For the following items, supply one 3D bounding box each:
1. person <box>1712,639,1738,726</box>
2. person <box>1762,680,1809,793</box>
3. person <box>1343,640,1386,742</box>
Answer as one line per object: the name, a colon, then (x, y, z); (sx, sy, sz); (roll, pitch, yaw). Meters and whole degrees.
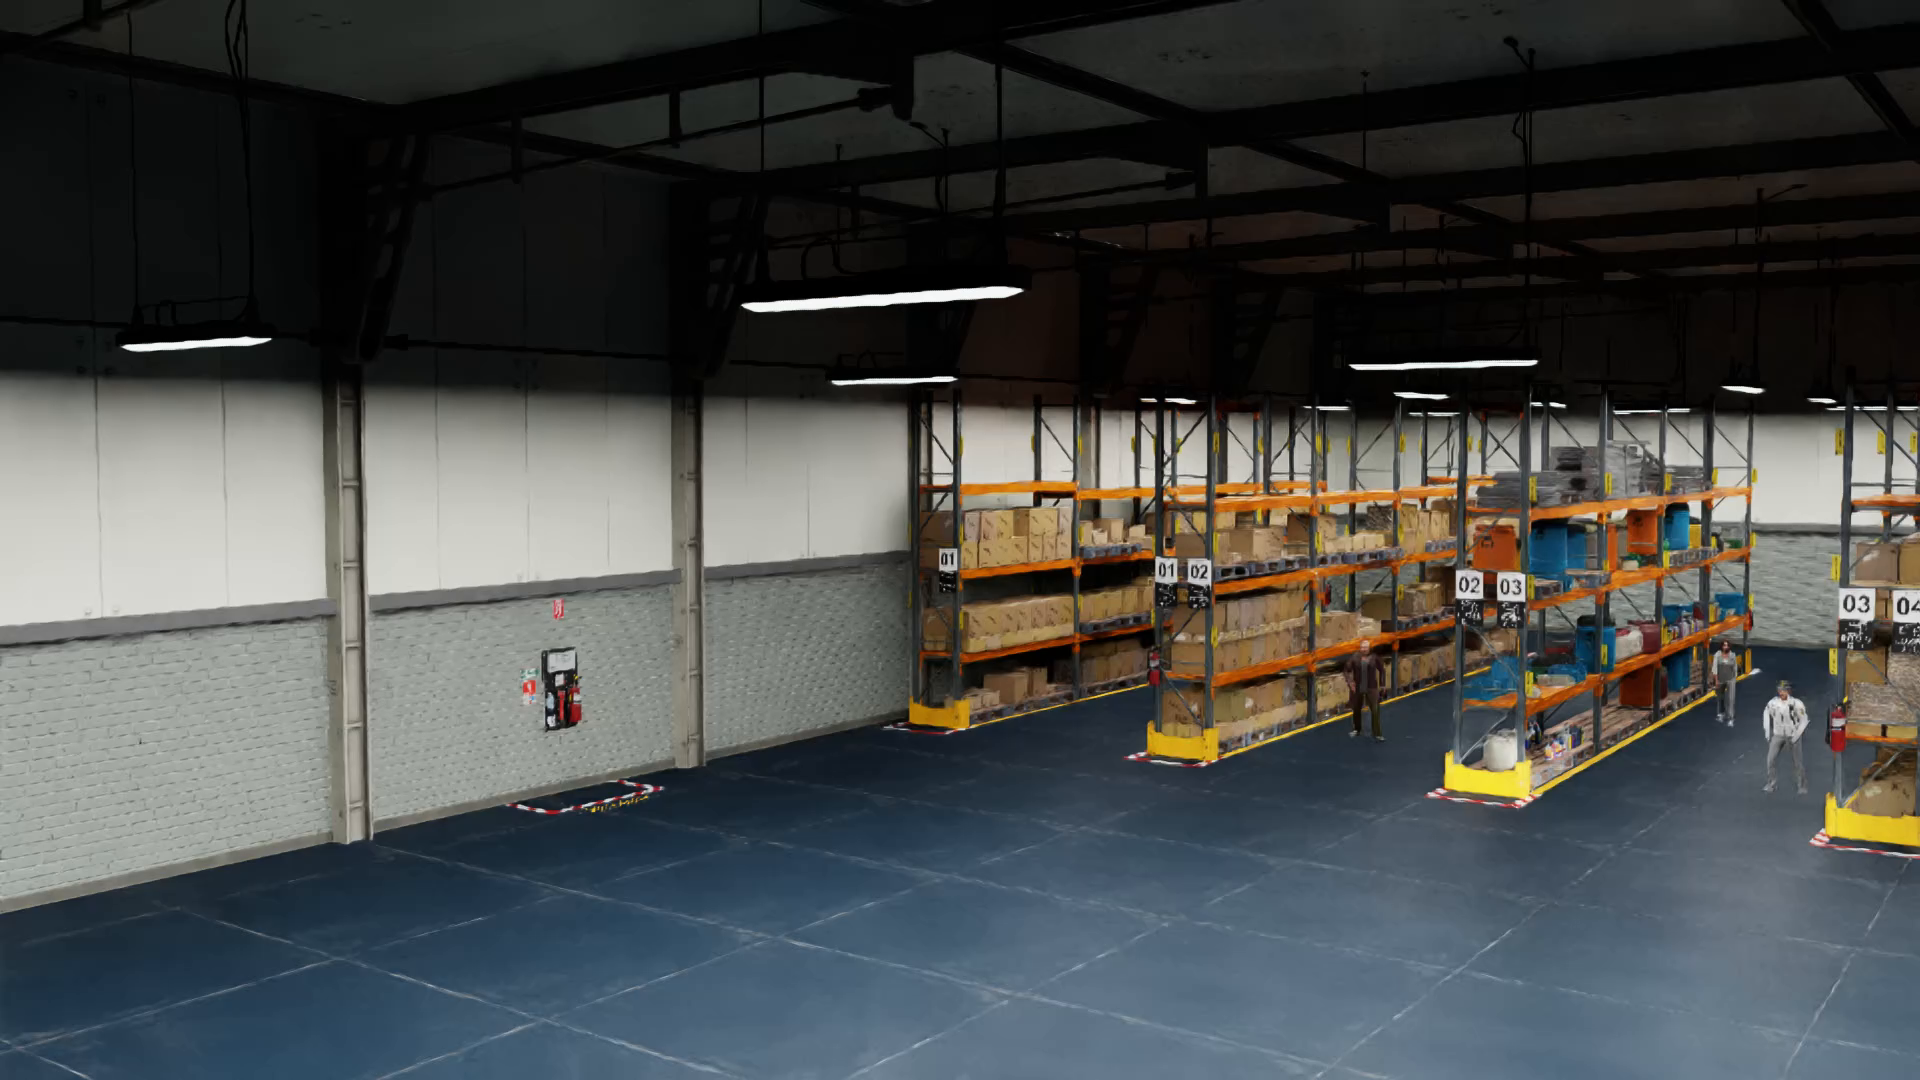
person: (13.682, 2.525, 29.755); (0.412, 1.533, 0.955); (2, 4, 28)
person: (11.921, 2.822, 24.024); (0.638, 1.637, 0.531); (3, 4, 42)
person: (6.865, 2.528, 28.174); (0.726, 1.715, 0.885); (1, 3, 18)
